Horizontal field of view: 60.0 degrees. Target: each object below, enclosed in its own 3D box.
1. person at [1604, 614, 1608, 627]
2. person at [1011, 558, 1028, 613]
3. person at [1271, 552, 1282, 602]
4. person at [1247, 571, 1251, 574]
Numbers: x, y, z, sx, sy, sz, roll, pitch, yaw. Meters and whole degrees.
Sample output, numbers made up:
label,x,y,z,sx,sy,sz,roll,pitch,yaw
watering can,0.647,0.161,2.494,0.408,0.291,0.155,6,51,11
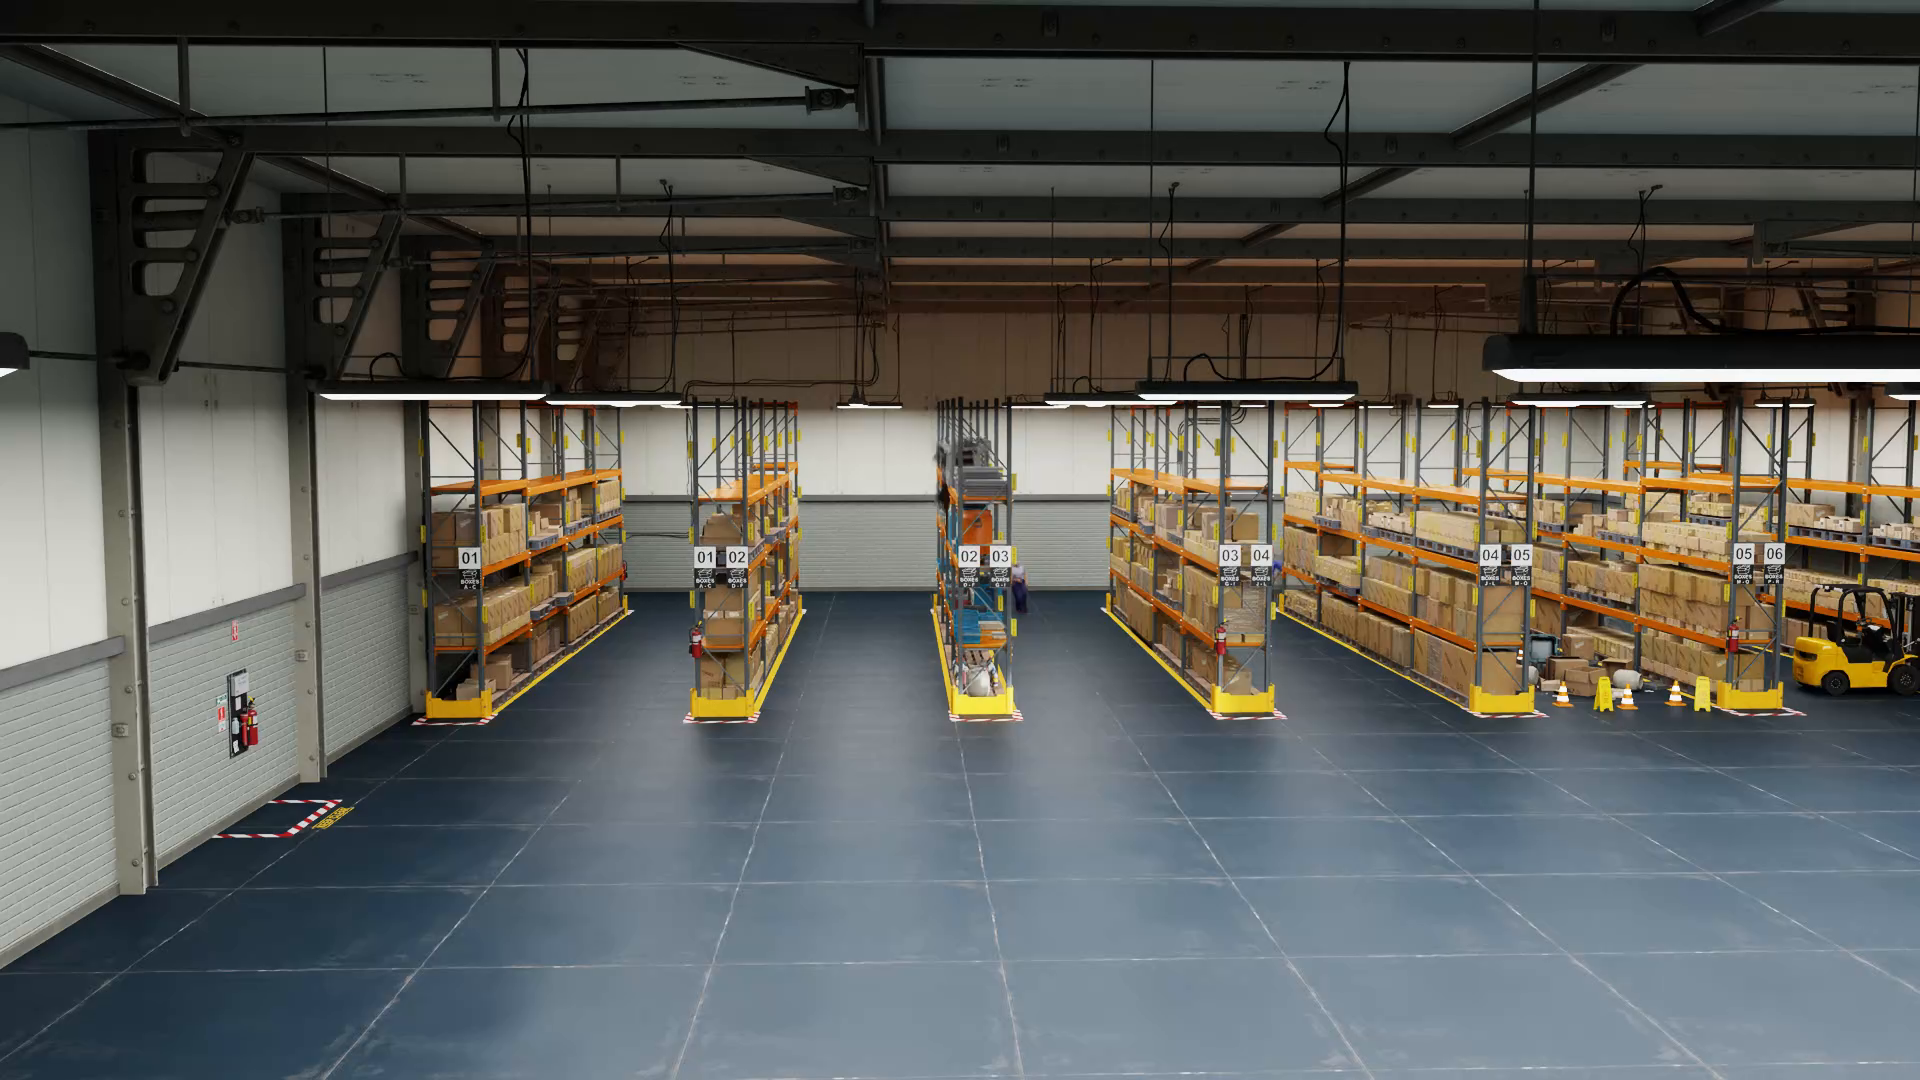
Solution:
label,x,y,z,sx,sy,sz,roll,pitch,yaw
person,16.451,1.612,42.625,0.579,1.623,0.575,0,4,-5
person,1.652,1.290,46.958,0.579,1.597,0.634,-1,5,-14
person,9.029,1.175,48.534,0.643,1.669,0.645,-2,5,-24
person,8.485,1.130,48.107,0.651,1.837,0.750,4,6,40
